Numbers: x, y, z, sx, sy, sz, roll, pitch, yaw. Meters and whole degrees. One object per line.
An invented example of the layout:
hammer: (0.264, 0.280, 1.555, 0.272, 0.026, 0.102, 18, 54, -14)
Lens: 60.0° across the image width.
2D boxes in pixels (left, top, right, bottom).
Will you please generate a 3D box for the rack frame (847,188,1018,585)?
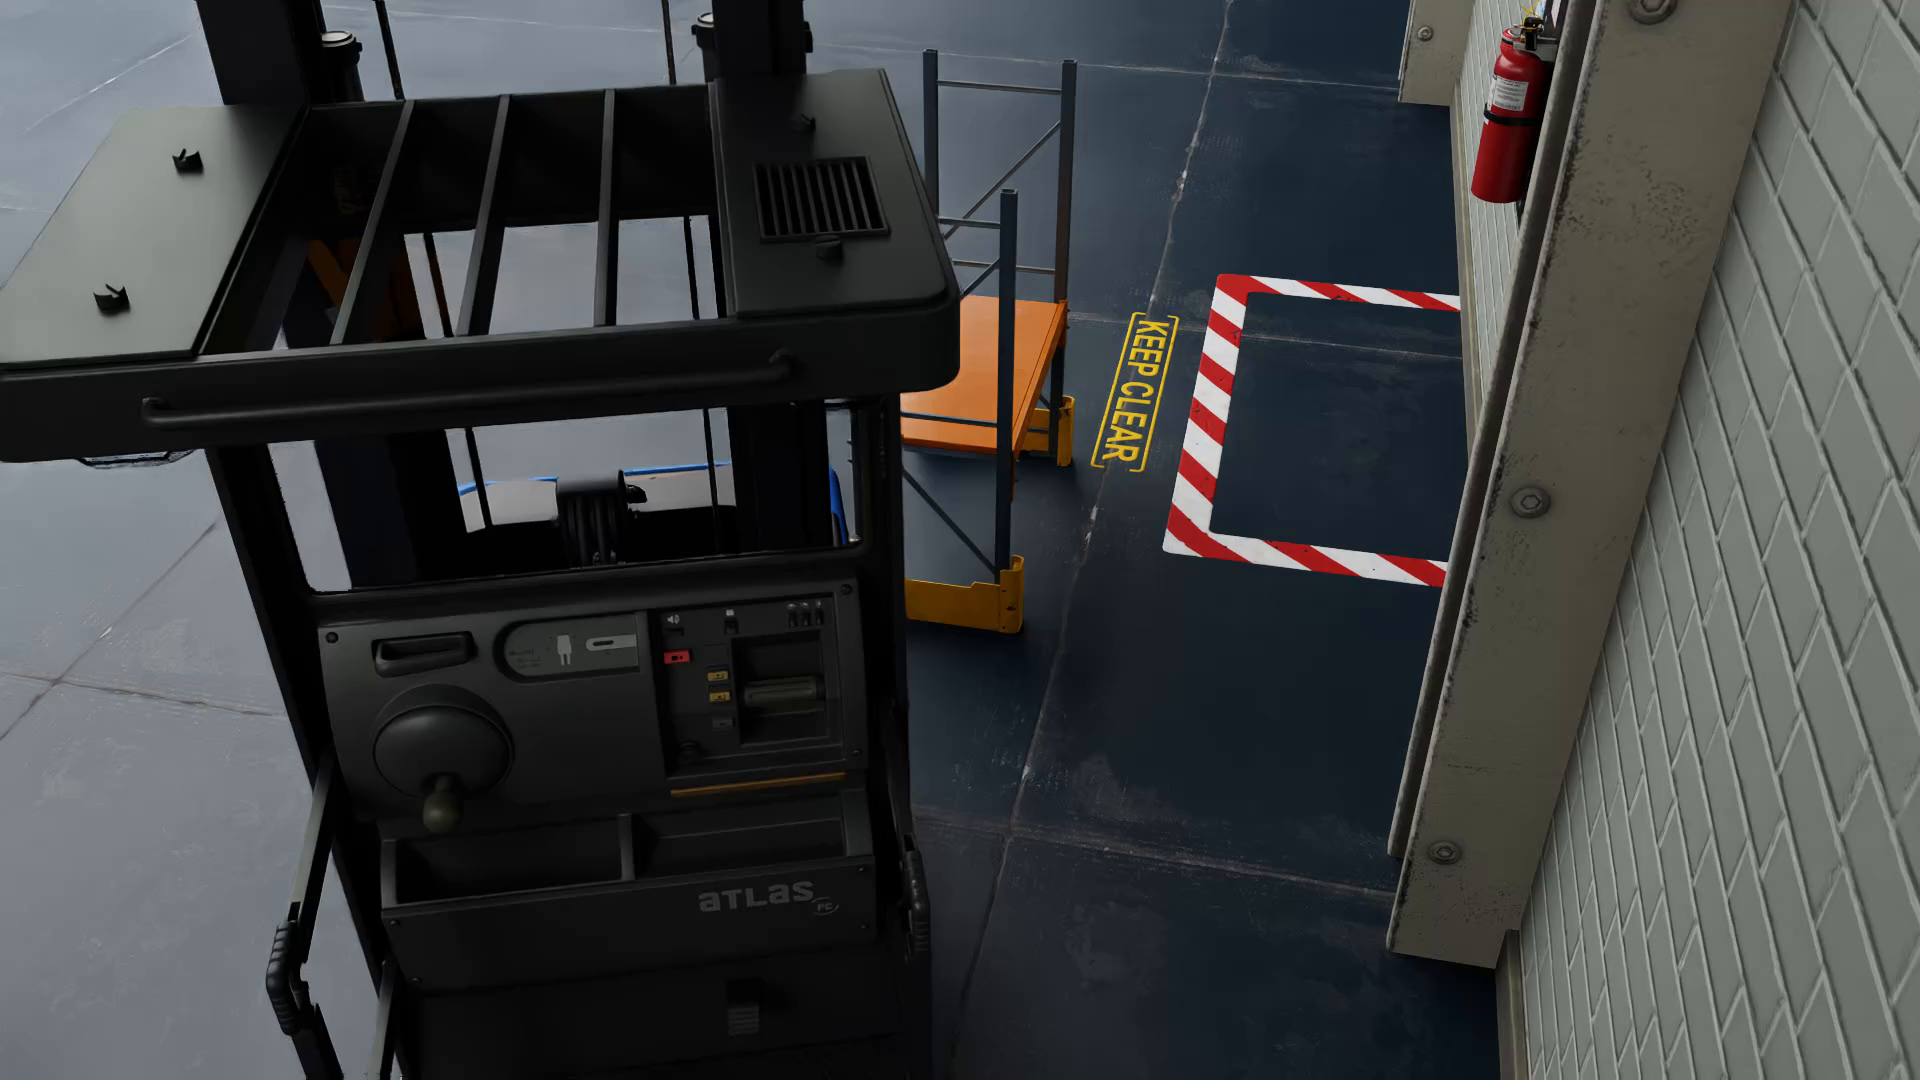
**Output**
rack frame: (-0.090, -0.365, 4.975, 0.500, 1.500, 0.032, 7, 37, 10)

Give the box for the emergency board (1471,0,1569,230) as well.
emergency board: (1.859, -1.662, 5.487, 0.194, 1.169, 0.643, 7, 37, 10)

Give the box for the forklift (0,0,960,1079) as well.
forklift: (-0.600, 0.350, 2.770, 1.130, 2.935, 3.031, -5, 36, -7)

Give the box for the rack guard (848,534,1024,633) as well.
rack guard: (-0.090, 0.141, 5.343, 0.587, 0.250, 0.087, 7, 37, 10)

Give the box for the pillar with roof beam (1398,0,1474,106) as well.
pillar with roof beam: (-1.630, -6.658, 7.269, 9.100, 9.000, 0.400, 7, 37, 10)

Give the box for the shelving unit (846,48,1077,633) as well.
shelving unit: (0.016, -0.651, 5.370, 0.587, 1.500, 1.083, 7, 37, 10)

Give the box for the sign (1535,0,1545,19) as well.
sign: (2.078, -1.980, 5.896, 0.001, 0.329, 0.234, 7, 37, 10)

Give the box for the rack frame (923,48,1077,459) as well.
rack frame: (0.127, -0.948, 5.779, 0.500, 1.500, 0.032, 7, 37, 10)

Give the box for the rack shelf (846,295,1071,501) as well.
rack shelf: (0.018, -0.511, 5.483, 0.538, 0.185, 1.000, 7, 37, 10)

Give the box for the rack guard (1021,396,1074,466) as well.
rack guard: (0.123, -0.430, 6.131, 0.587, 0.250, 0.087, 7, 37, 10)

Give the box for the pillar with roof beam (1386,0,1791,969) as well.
pillar with roof beam: (-2.912, -3.219, 2.523, 9.100, 9.000, 0.400, 7, 37, 10)
